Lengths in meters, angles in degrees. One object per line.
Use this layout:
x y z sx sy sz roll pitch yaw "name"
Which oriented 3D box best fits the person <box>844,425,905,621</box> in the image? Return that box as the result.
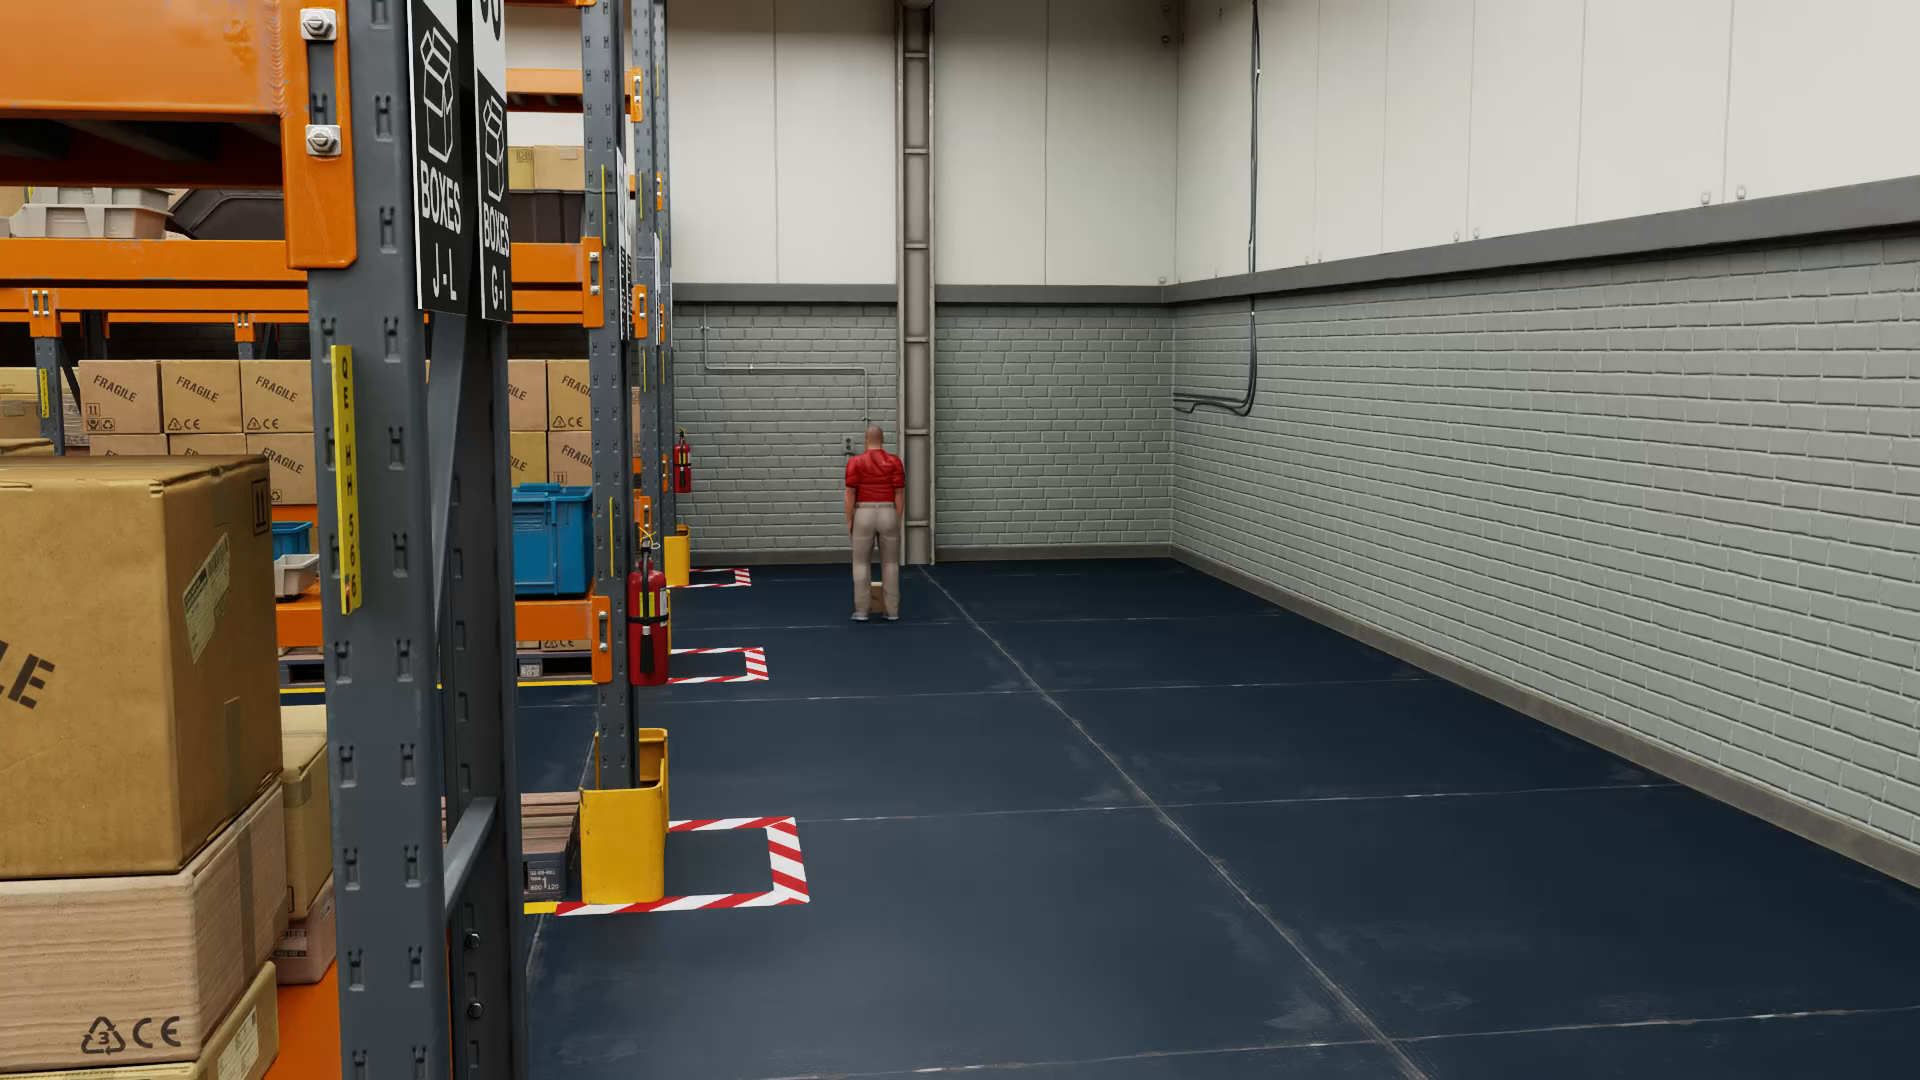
-0.756 -0.149 14.661 0.527 1.729 0.352 -1 6 -7 "person"
